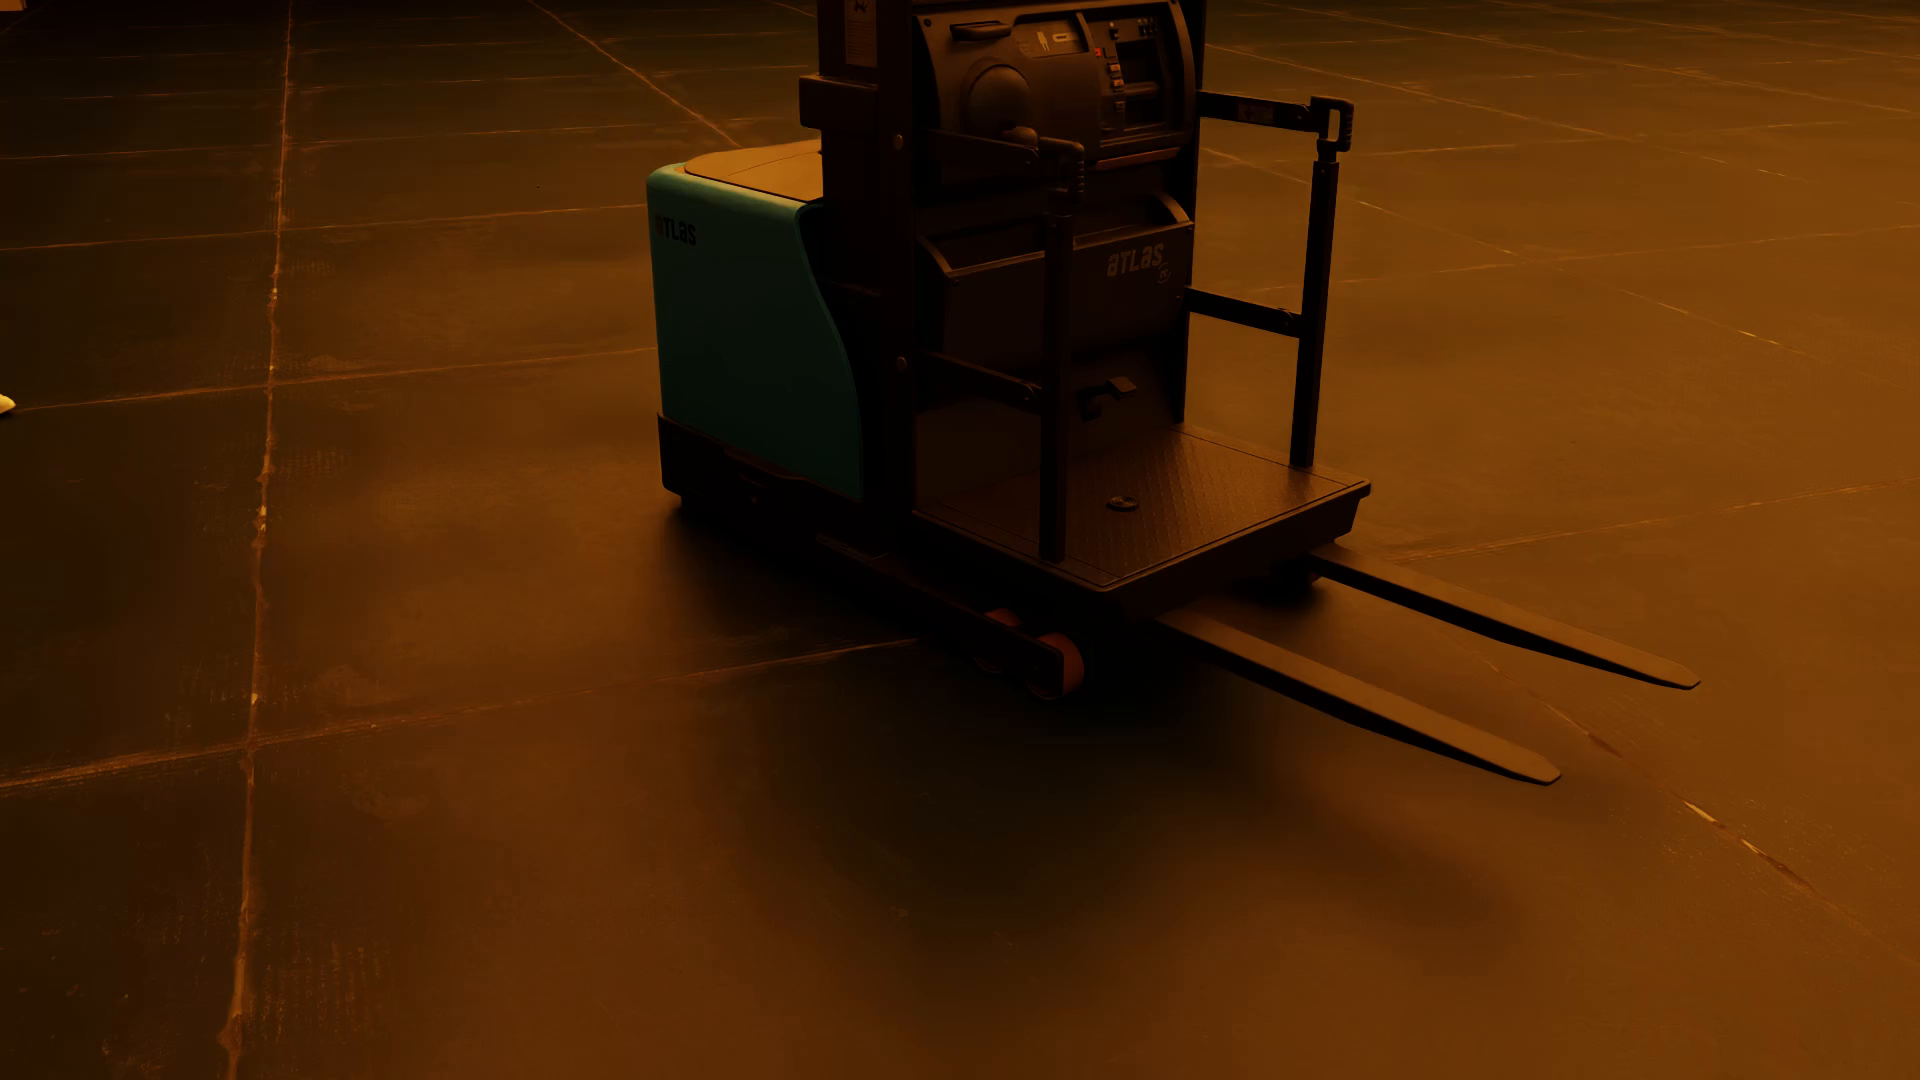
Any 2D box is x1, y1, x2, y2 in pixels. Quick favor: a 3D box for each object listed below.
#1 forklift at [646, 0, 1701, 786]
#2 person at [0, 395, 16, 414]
[{"bbox_3d":[0.409,-1.176,4.096,1.130,2.935,3.031,-19,30,-38],"label":"forklift"},{"bbox_3d":[-3.678,-1.241,5.854,0.545,1.675,0.550,8,24,19],"label":"person"}]
